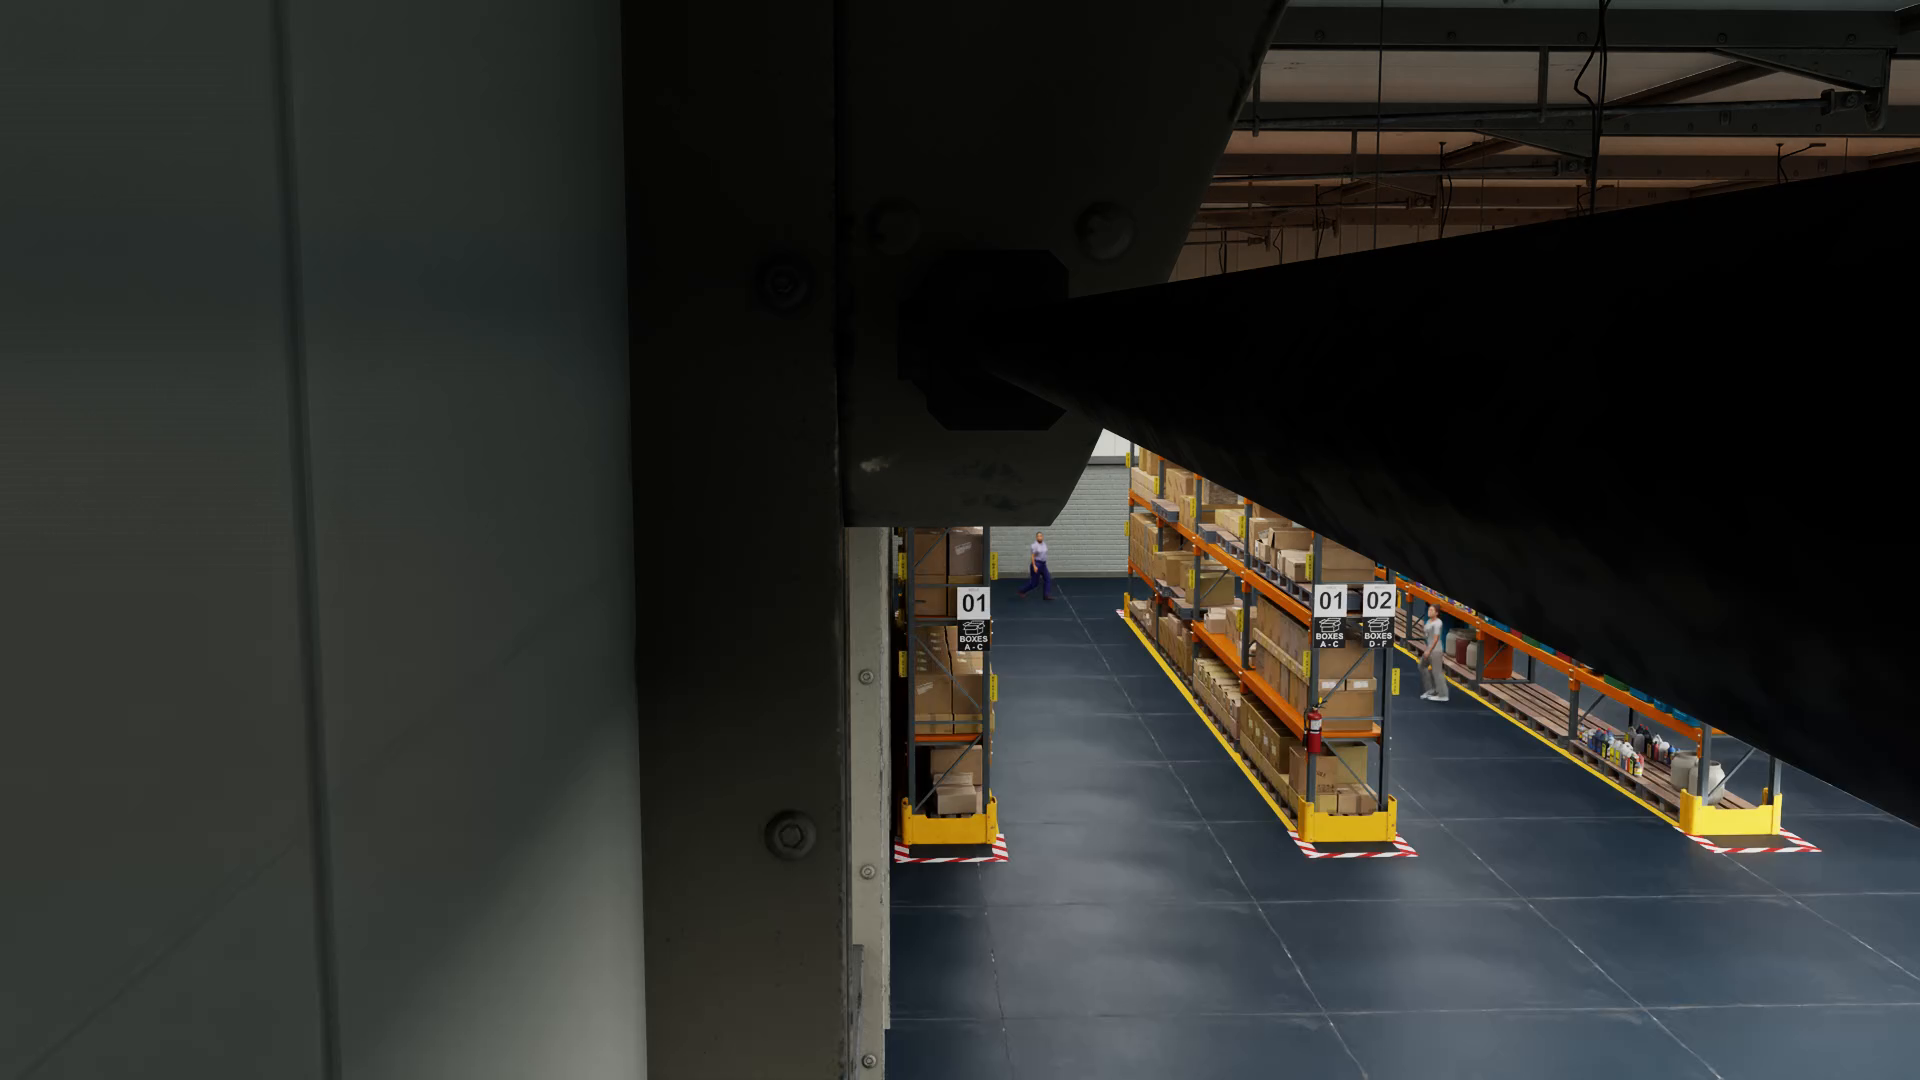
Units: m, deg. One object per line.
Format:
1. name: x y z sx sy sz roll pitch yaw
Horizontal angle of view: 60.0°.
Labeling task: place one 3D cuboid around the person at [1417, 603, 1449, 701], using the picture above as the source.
1. person: 8.039 1.912 28.207 0.545 1.693 0.515 2 8 18

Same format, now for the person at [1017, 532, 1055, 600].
1. person: 1.783 0.597 38.538 0.865 1.598 0.525 3 8 21
